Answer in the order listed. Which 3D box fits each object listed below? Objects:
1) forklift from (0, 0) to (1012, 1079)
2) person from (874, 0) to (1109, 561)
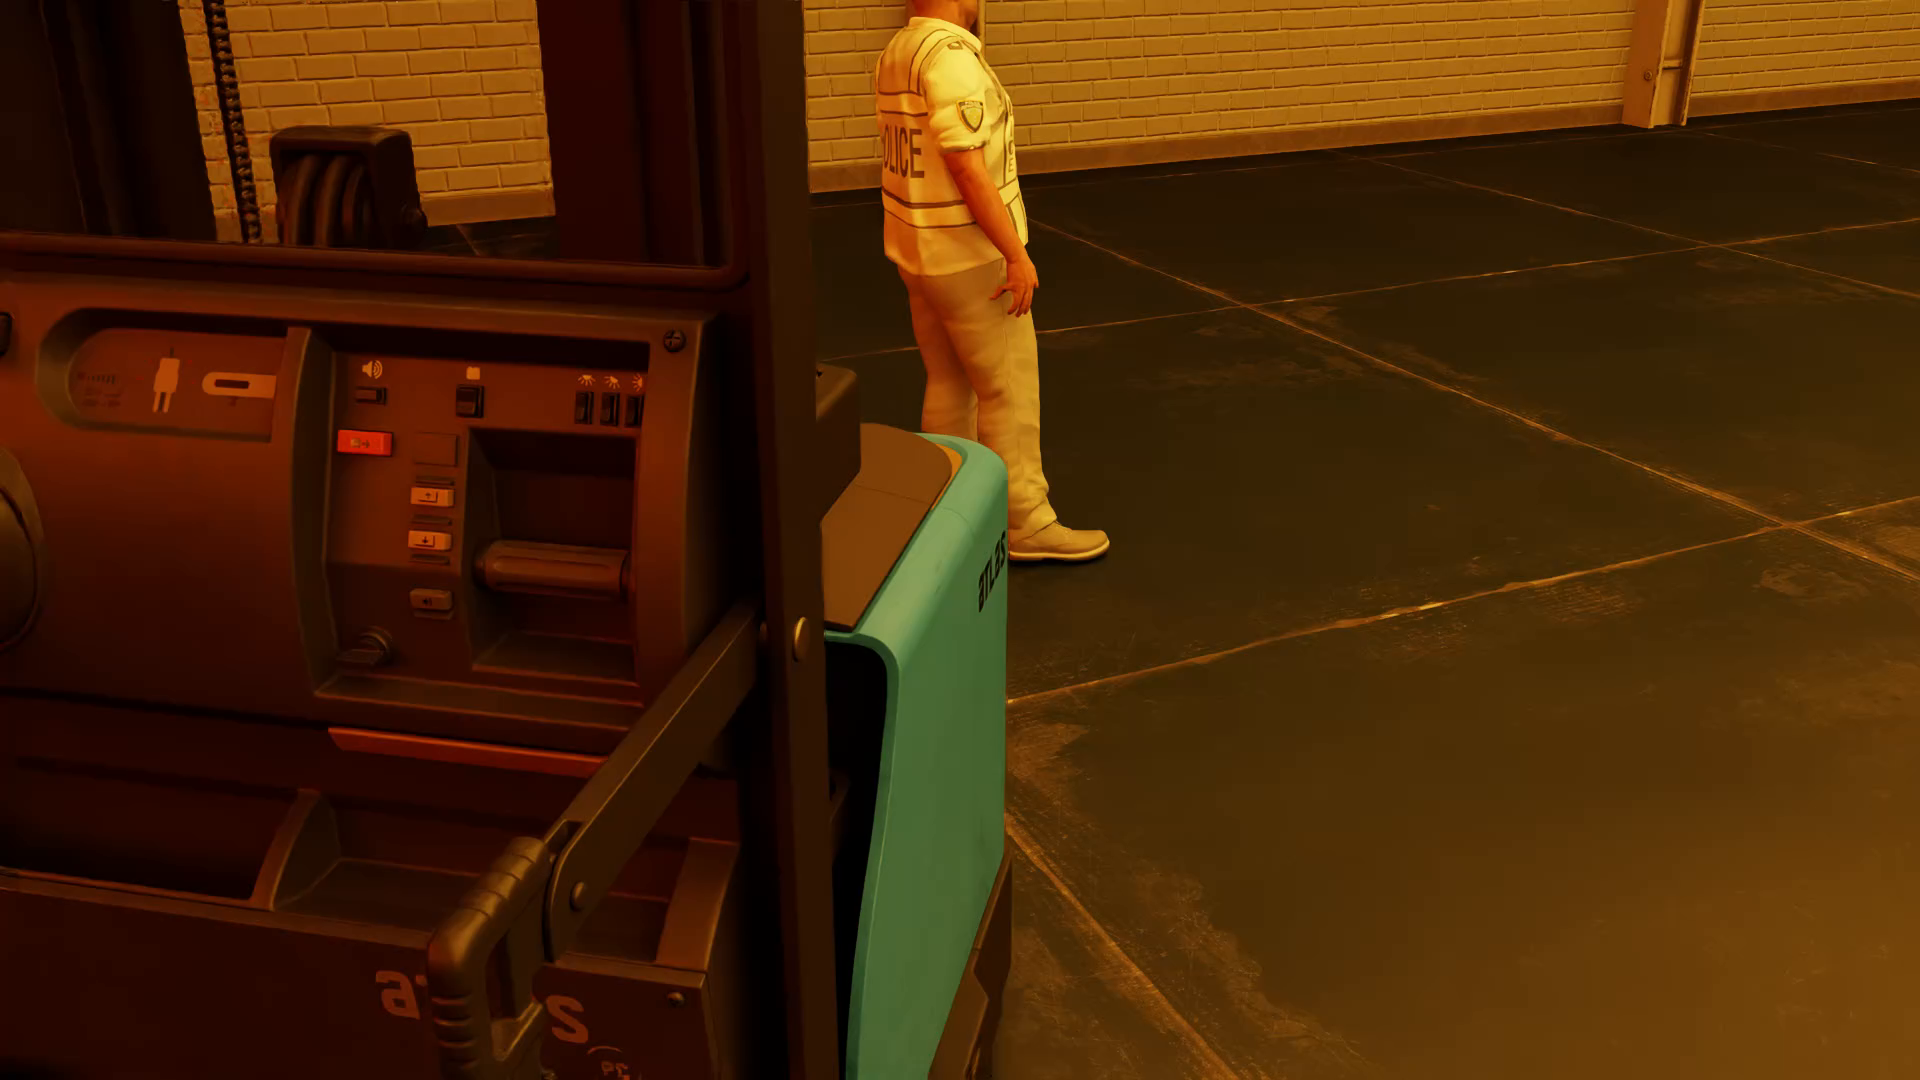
[{"bbox_3d":[-0.722,-0.019,1.332,1.130,2.935,3.031,5,23,11],"label":"forklift"},{"bbox_3d":[0.076,-0.837,4.783,0.574,1.777,0.641,-10,25,-23],"label":"person"}]
